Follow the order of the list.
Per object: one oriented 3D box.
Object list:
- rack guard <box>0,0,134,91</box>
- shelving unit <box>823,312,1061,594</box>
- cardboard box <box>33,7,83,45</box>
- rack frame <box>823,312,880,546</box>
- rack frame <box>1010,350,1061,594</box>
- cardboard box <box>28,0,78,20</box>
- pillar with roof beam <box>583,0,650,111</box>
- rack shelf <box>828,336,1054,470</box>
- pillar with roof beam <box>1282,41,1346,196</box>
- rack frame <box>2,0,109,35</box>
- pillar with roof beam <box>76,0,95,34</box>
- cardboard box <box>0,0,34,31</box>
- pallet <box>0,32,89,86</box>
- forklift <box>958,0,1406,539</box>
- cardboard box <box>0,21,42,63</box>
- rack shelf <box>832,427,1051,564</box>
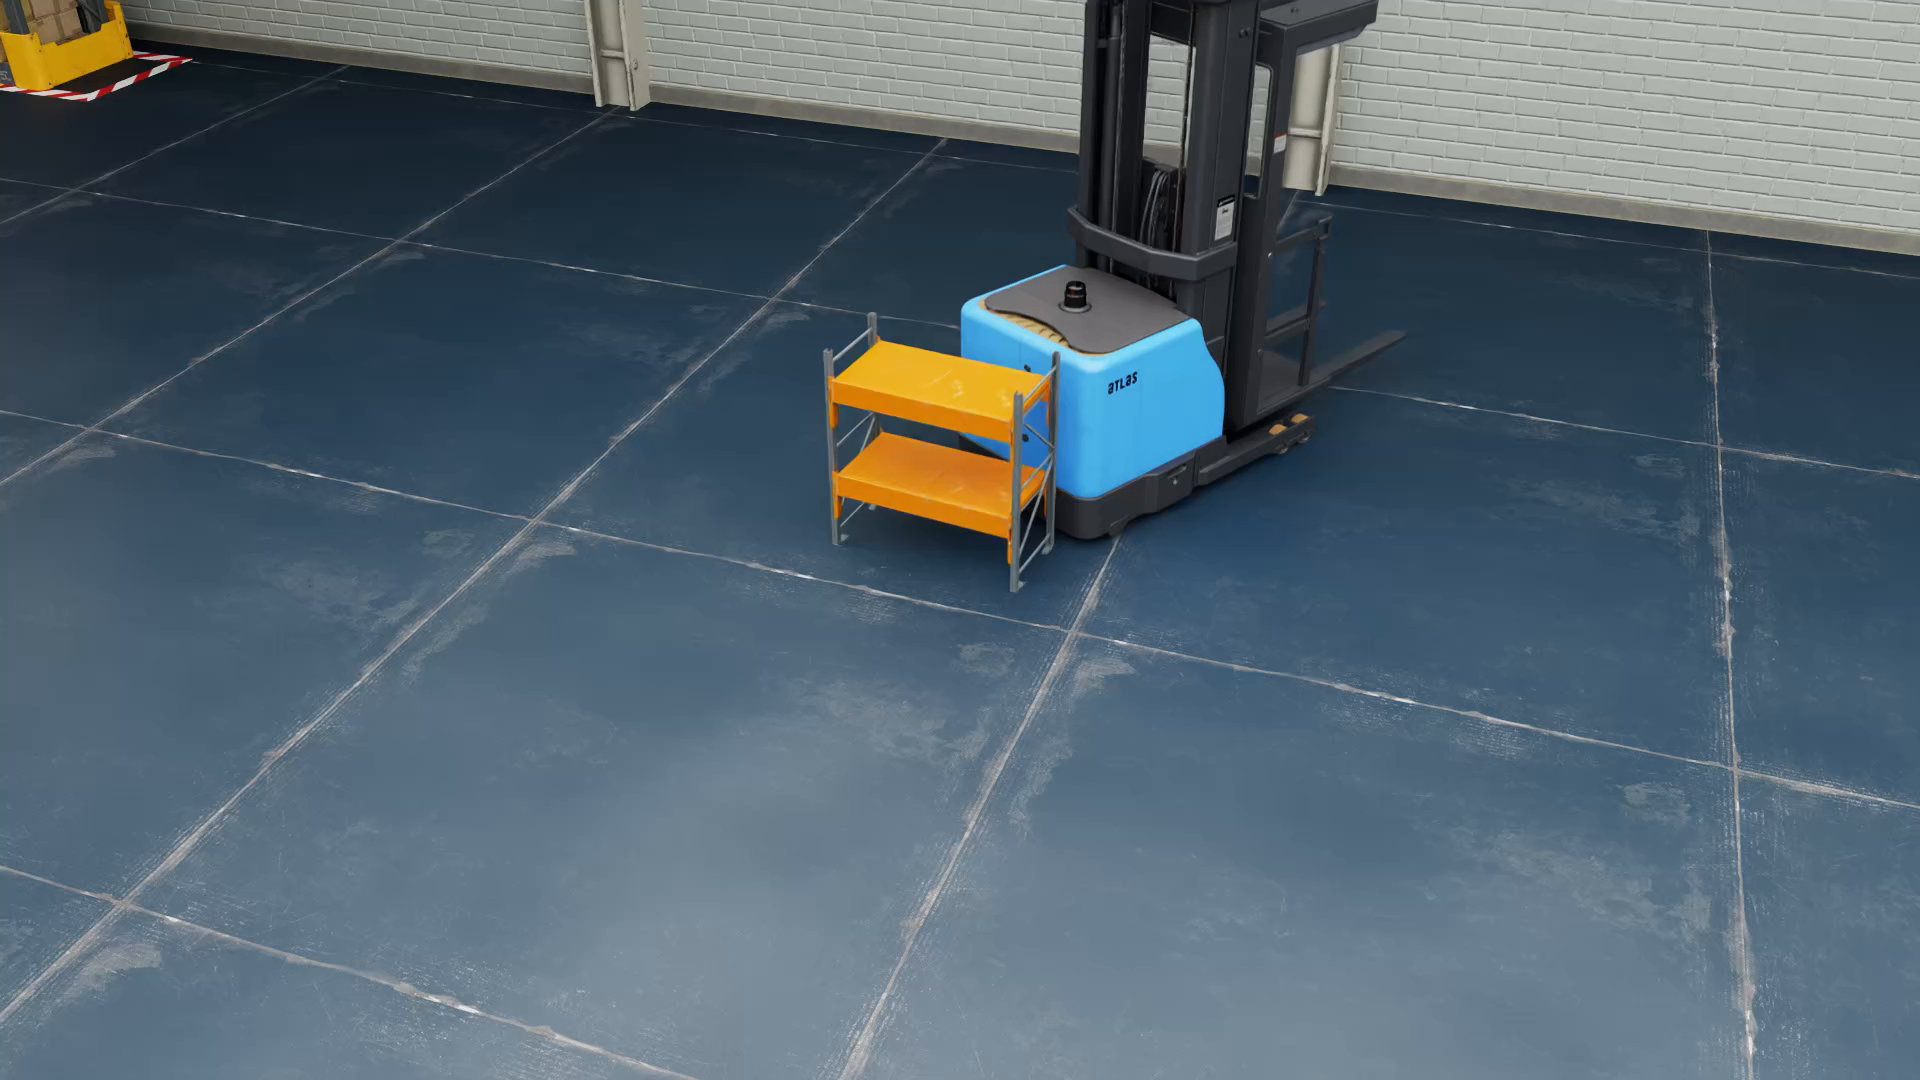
[{"bbox_3d":[-8.255,-4.593,15.402,0.348,0.500,1.175,11,34,16],"label":"rack guard"},{"bbox_3d":[-0.088,-0.445,8.403,1.048,1.125,0.538,15,36,21],"label":"shelving unit"},{"bbox_3d":[-8.674,-4.858,15.657,0.500,0.250,0.500,11,34,17],"label":"cardboard box"},{"bbox_3d":[-0.547,-0.564,8.587,0.032,1.125,0.500,15,36,21],"label":"rack frame"},{"bbox_3d":[0.371,-0.326,8.219,0.032,1.125,0.500,15,36,21],"label":"rack frame"},{"bbox_3d":[-8.650,-5.071,15.525,0.500,0.250,0.500,12,35,17],"label":"cardboard box"},{"bbox_3d":[-4.433,-5.459,8.909,0.400,9.000,9.100,11,34,16],"label":"pillar with roof beam"},{"bbox_3d":[-0.088,-0.691,8.244,1.000,0.278,0.538,15,36,21],"label":"rack shelf"},{"bbox_3d":[1.215,-4.361,7.208,0.400,9.000,9.100,11,34,16],"label":"pillar with roof beam"},{"bbox_3d":[-8.278,-5.647,14.731,0.127,3.000,1.000,11,34,16],"label":"rack frame"},{"bbox_3d":[-10.081,-6.557,10.610,0.400,9.000,9.100,11,34,16],"label":"pillar with roof beam"},{"bbox_3d":[-8.841,-4.808,15.118,0.500,0.250,0.500,11,34,16],"label":"cardboard box"},{"bbox_3d":[-9.012,-4.594,15.671,1.213,0.211,1.003,11,34,16],"label":"pallet"},{"bbox_3d":[1.423,-1.912,9.009,3.031,2.935,1.130,-26,41,-34],"label":"forklift"},{"bbox_3d":[-8.826,-4.593,15.246,0.500,0.250,0.500,11,35,17],"label":"cardboard box"},{"bbox_3d":[-0.088,-0.240,8.536,1.000,0.278,0.538,15,36,21],"label":"rack shelf"}]
